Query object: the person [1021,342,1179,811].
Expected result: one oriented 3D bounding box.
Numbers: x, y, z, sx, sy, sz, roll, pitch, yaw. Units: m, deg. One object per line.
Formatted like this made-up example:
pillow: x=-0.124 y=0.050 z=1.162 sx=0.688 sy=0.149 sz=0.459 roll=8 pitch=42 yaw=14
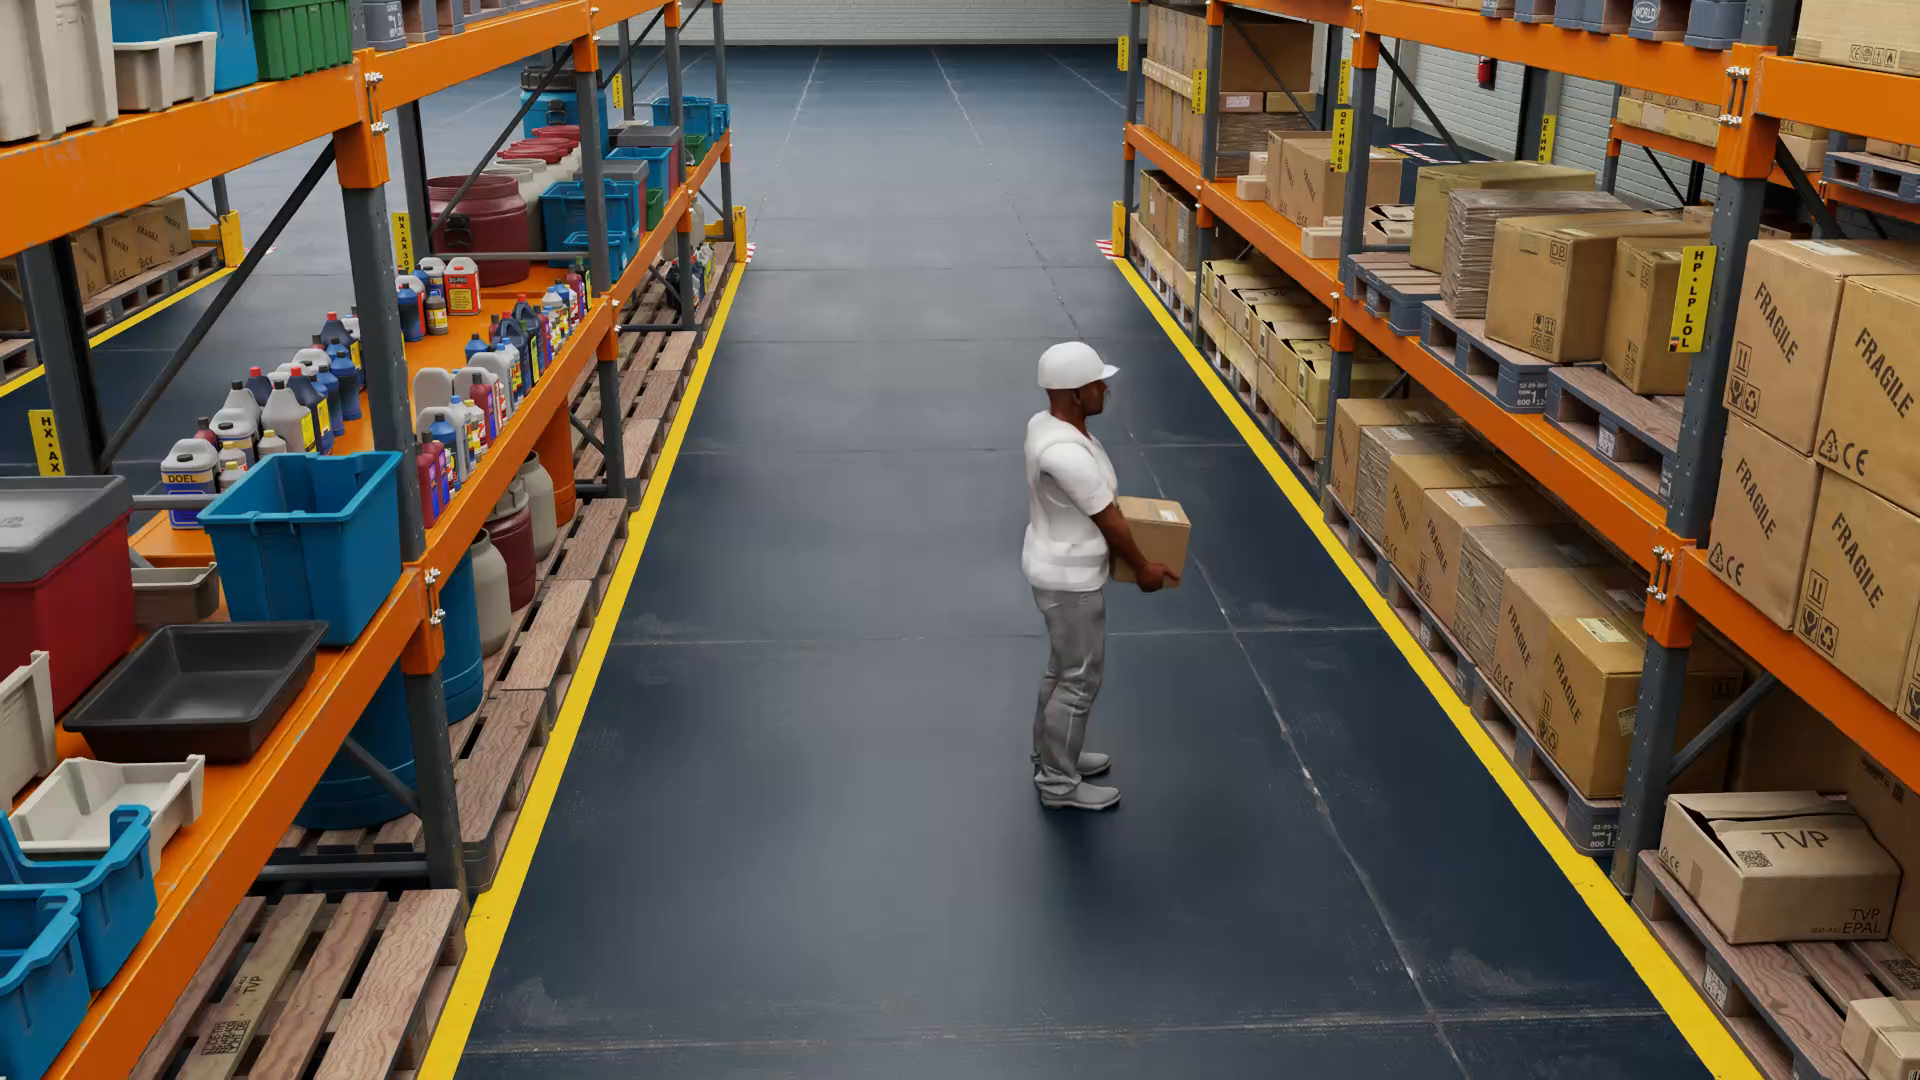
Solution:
person: x=0.512 y=0.127 z=6.200 sx=0.558 sy=1.763 sz=0.505 roll=-1 pitch=20 yaw=-3
